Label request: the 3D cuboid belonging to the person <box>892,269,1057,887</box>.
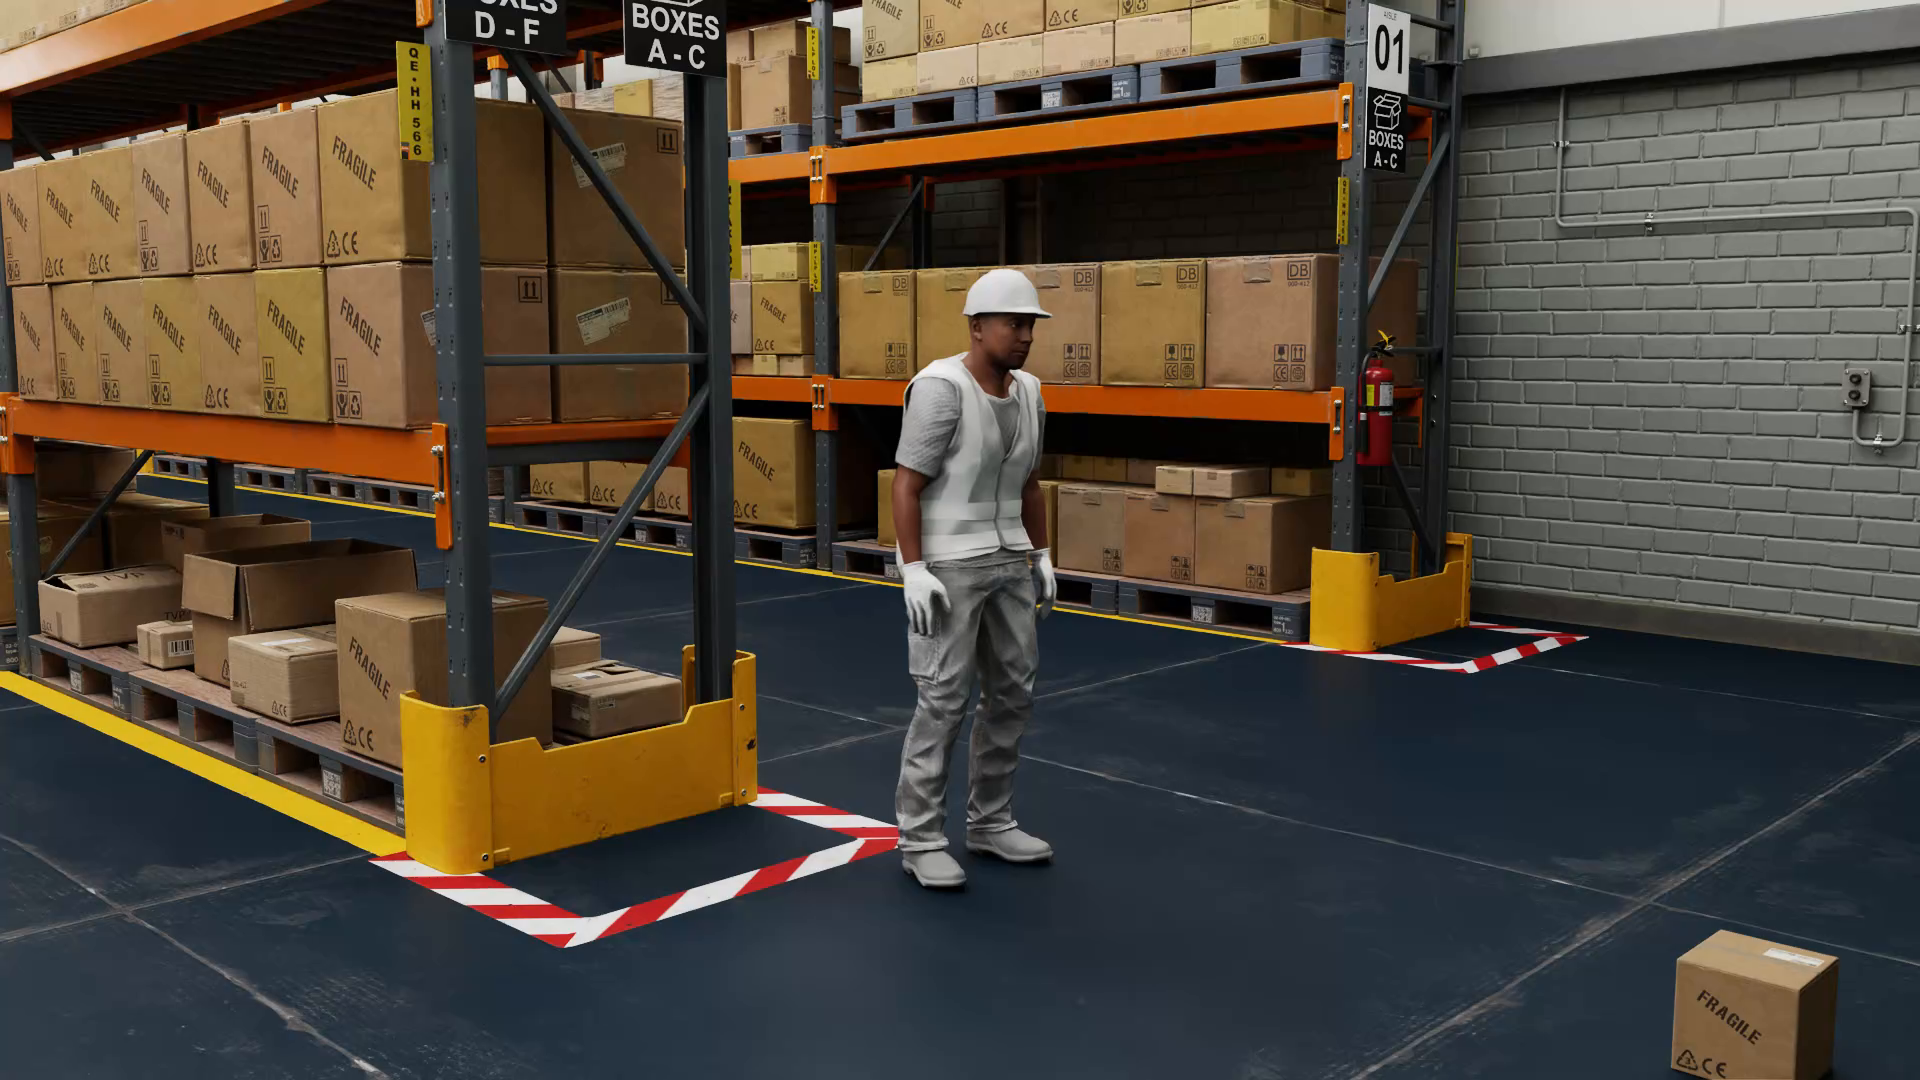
[{"bbox_3d":[0.058,0.095,4.929,0.451,1.773,0.625,7,10,45],"label":"person"}]
